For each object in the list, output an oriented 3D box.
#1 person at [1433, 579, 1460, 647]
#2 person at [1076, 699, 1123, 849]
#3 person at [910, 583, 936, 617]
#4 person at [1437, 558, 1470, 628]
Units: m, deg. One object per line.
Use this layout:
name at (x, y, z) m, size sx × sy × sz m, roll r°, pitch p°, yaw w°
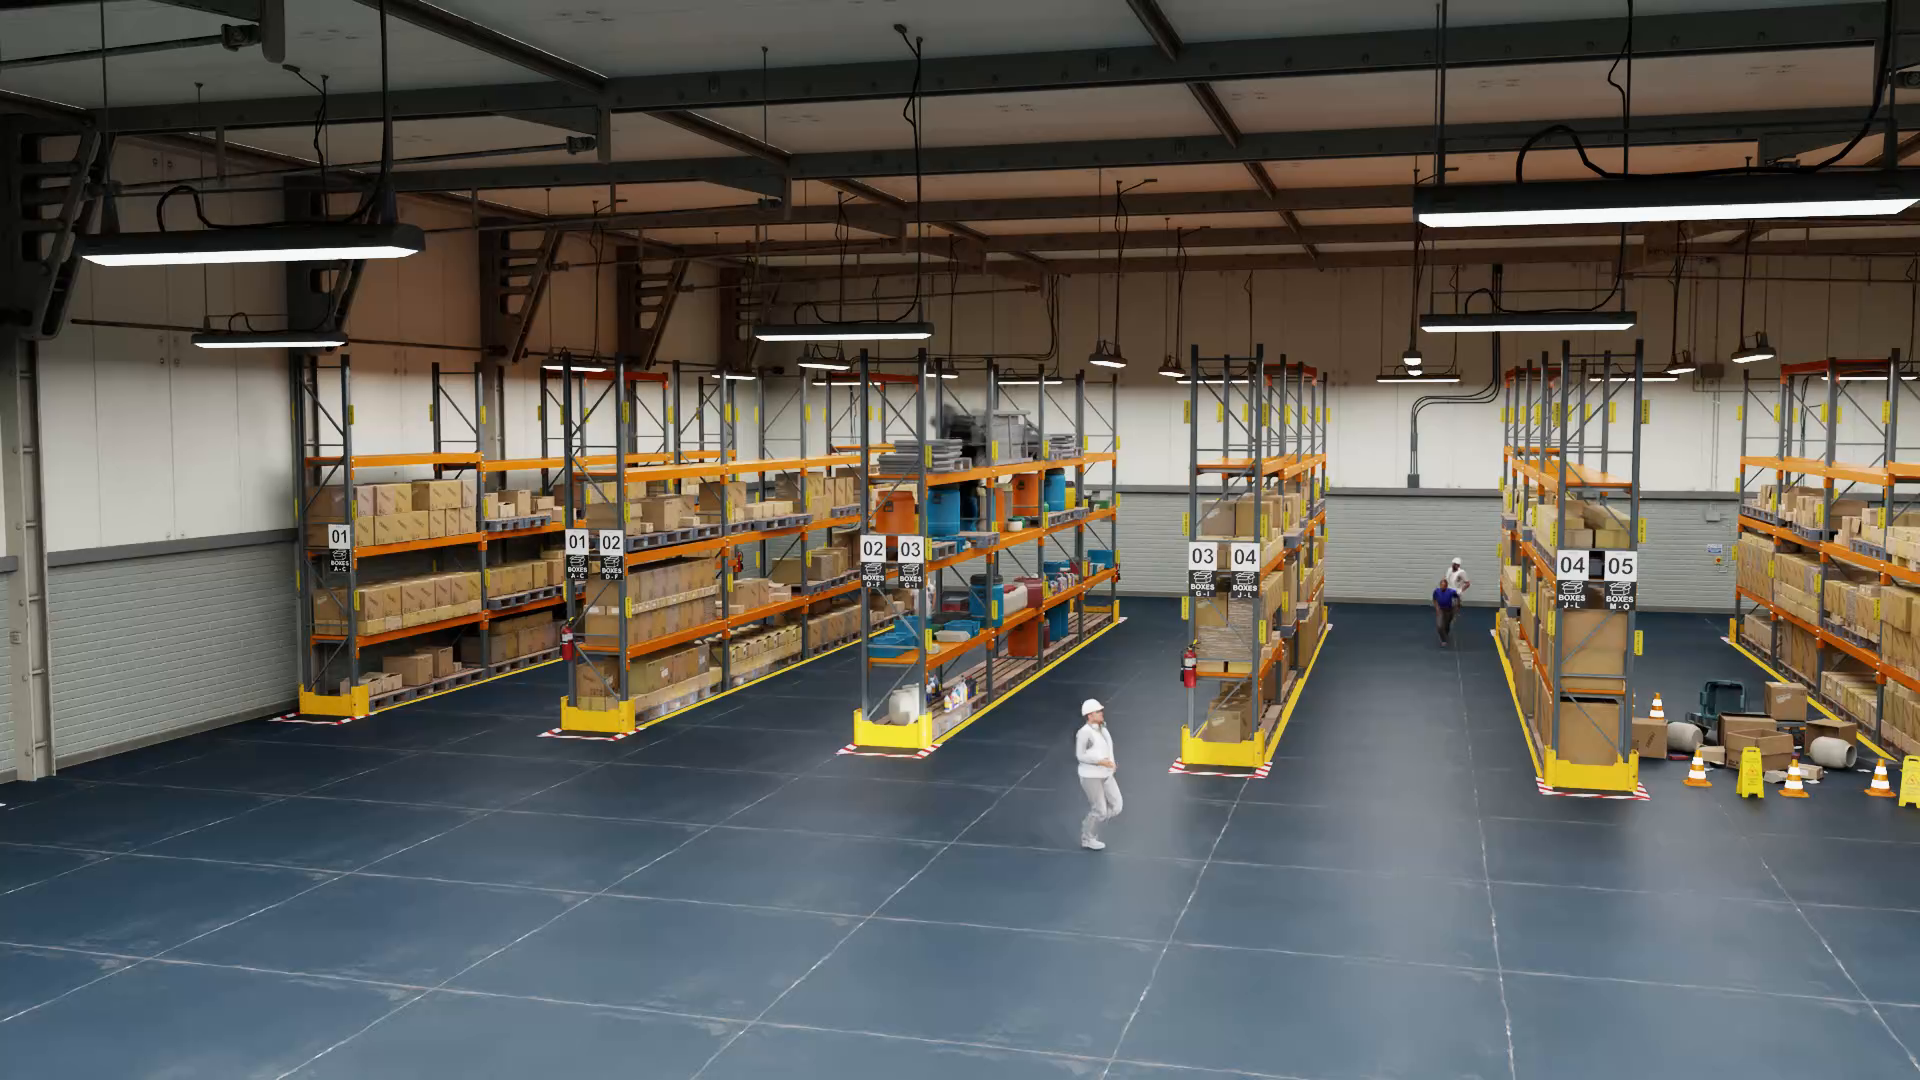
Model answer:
person at (10.526, 1.573, 35.991) m, size 0.570 × 1.505 × 0.784 m, roll 2°, pitch 5°, yaw 24°
person at (1.622, 2.697, 19.137) m, size 0.583 × 1.725 × 0.651 m, roll 3°, pitch 5°, yaw 37°
person at (-0.789, 1.499, 35.983) m, size 0.597 × 1.634 × 0.732 m, roll 0°, pitch 4°, yaw 4°
person at (11.468, 1.246, 38.839) m, size 0.532 × 1.693 × 0.762 m, roll -2°, pitch 5°, yaw -19°
